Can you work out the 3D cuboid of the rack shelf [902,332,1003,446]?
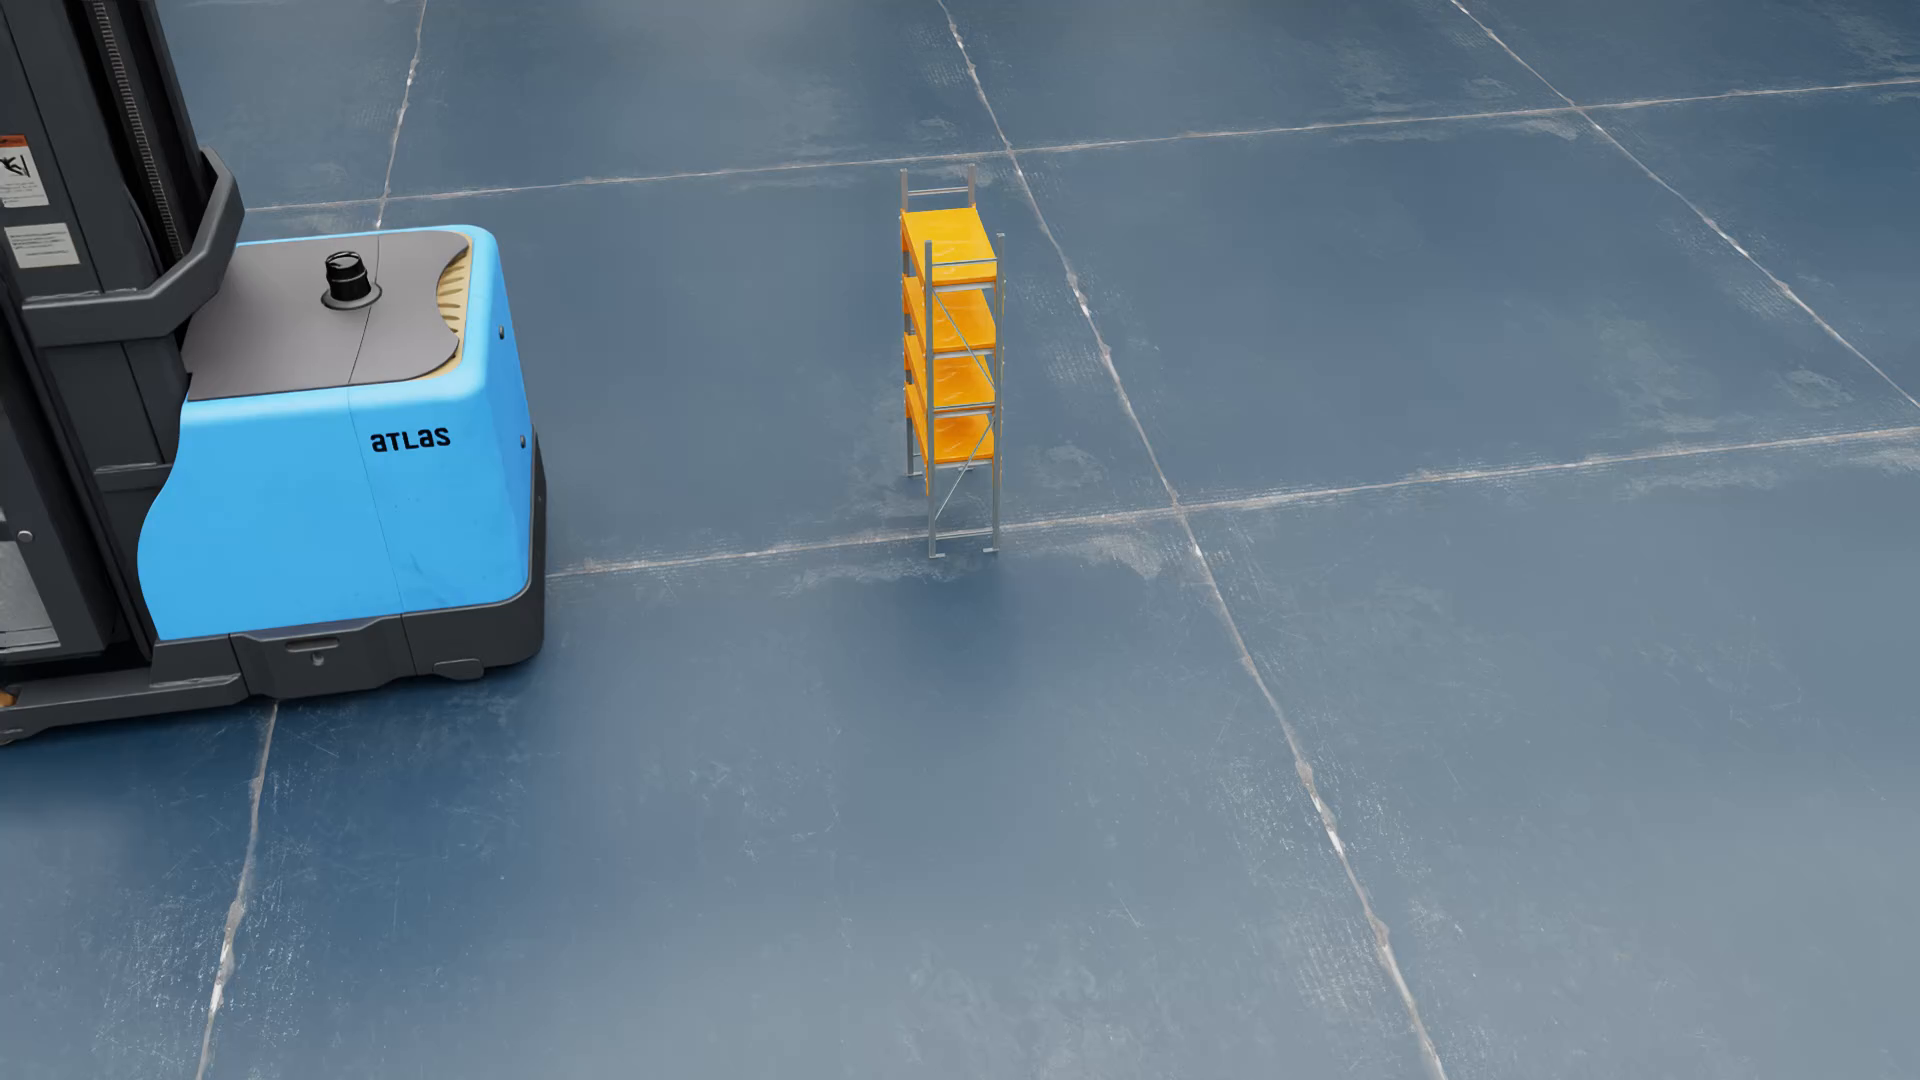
[{"bbox_3d":[-0.029,-0.521,5.552,0.258,0.148,0.480,-6,38,-8],"label":"rack shelf"}]

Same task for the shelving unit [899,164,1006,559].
[{"bbox_3d":[-0.029,-0.574,5.511,0.258,1.200,0.503,-6,38,-8],"label":"shelving unit"}]

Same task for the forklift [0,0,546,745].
[{"bbox_3d":[-2.877,-0.874,4.486,3.031,2.935,1.130,-6,38,-8],"label":"forklift"}]

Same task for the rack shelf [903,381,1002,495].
[{"bbox_3d":[-0.029,-0.364,5.674,0.258,0.148,0.480,-6,38,-8],"label":"rack shelf"}]

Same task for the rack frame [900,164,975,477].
[{"bbox_3d":[-0.072,-0.721,5.700,0.240,1.200,0.015,-6,38,-8],"label":"rack frame"}]

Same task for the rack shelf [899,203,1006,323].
[{"bbox_3d":[-0.029,-0.884,5.270,0.258,0.148,0.480,-6,38,-8],"label":"rack shelf"}]

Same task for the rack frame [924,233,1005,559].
[{"bbox_3d":[0.014,-0.426,5.321,0.240,1.200,0.015,-6,38,-8],"label":"rack frame"}]

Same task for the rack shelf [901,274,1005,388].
[{"bbox_3d":[-0.029,-0.697,5.415,0.258,0.148,0.480,-6,38,-8],"label":"rack shelf"}]
